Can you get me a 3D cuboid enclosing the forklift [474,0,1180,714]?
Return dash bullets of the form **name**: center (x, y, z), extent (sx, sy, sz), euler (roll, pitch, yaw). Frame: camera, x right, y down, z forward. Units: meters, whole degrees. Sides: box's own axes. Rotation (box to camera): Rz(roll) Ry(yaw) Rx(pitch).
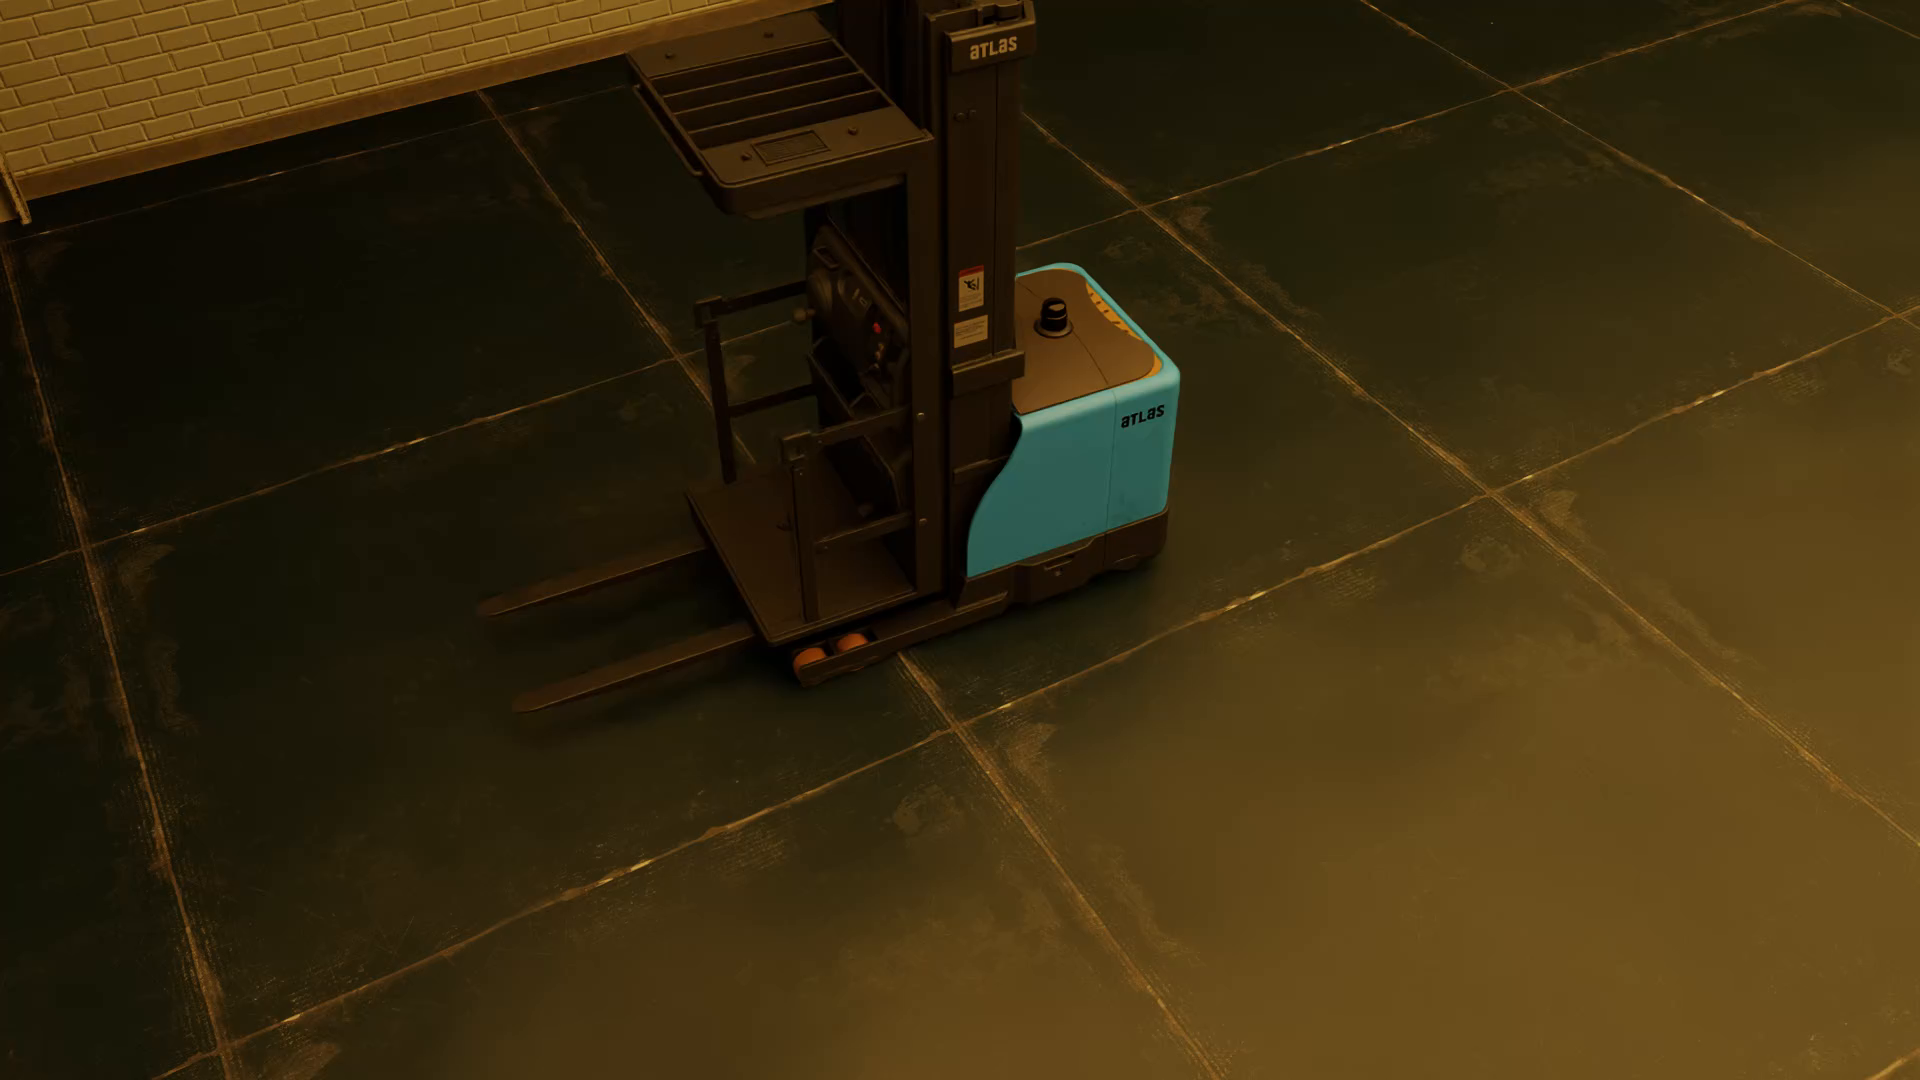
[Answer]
- **forklift**: center (-0.600, -0.859, 6.624), extent (3.031, 2.935, 1.130), euler (-18, 46, -19)
